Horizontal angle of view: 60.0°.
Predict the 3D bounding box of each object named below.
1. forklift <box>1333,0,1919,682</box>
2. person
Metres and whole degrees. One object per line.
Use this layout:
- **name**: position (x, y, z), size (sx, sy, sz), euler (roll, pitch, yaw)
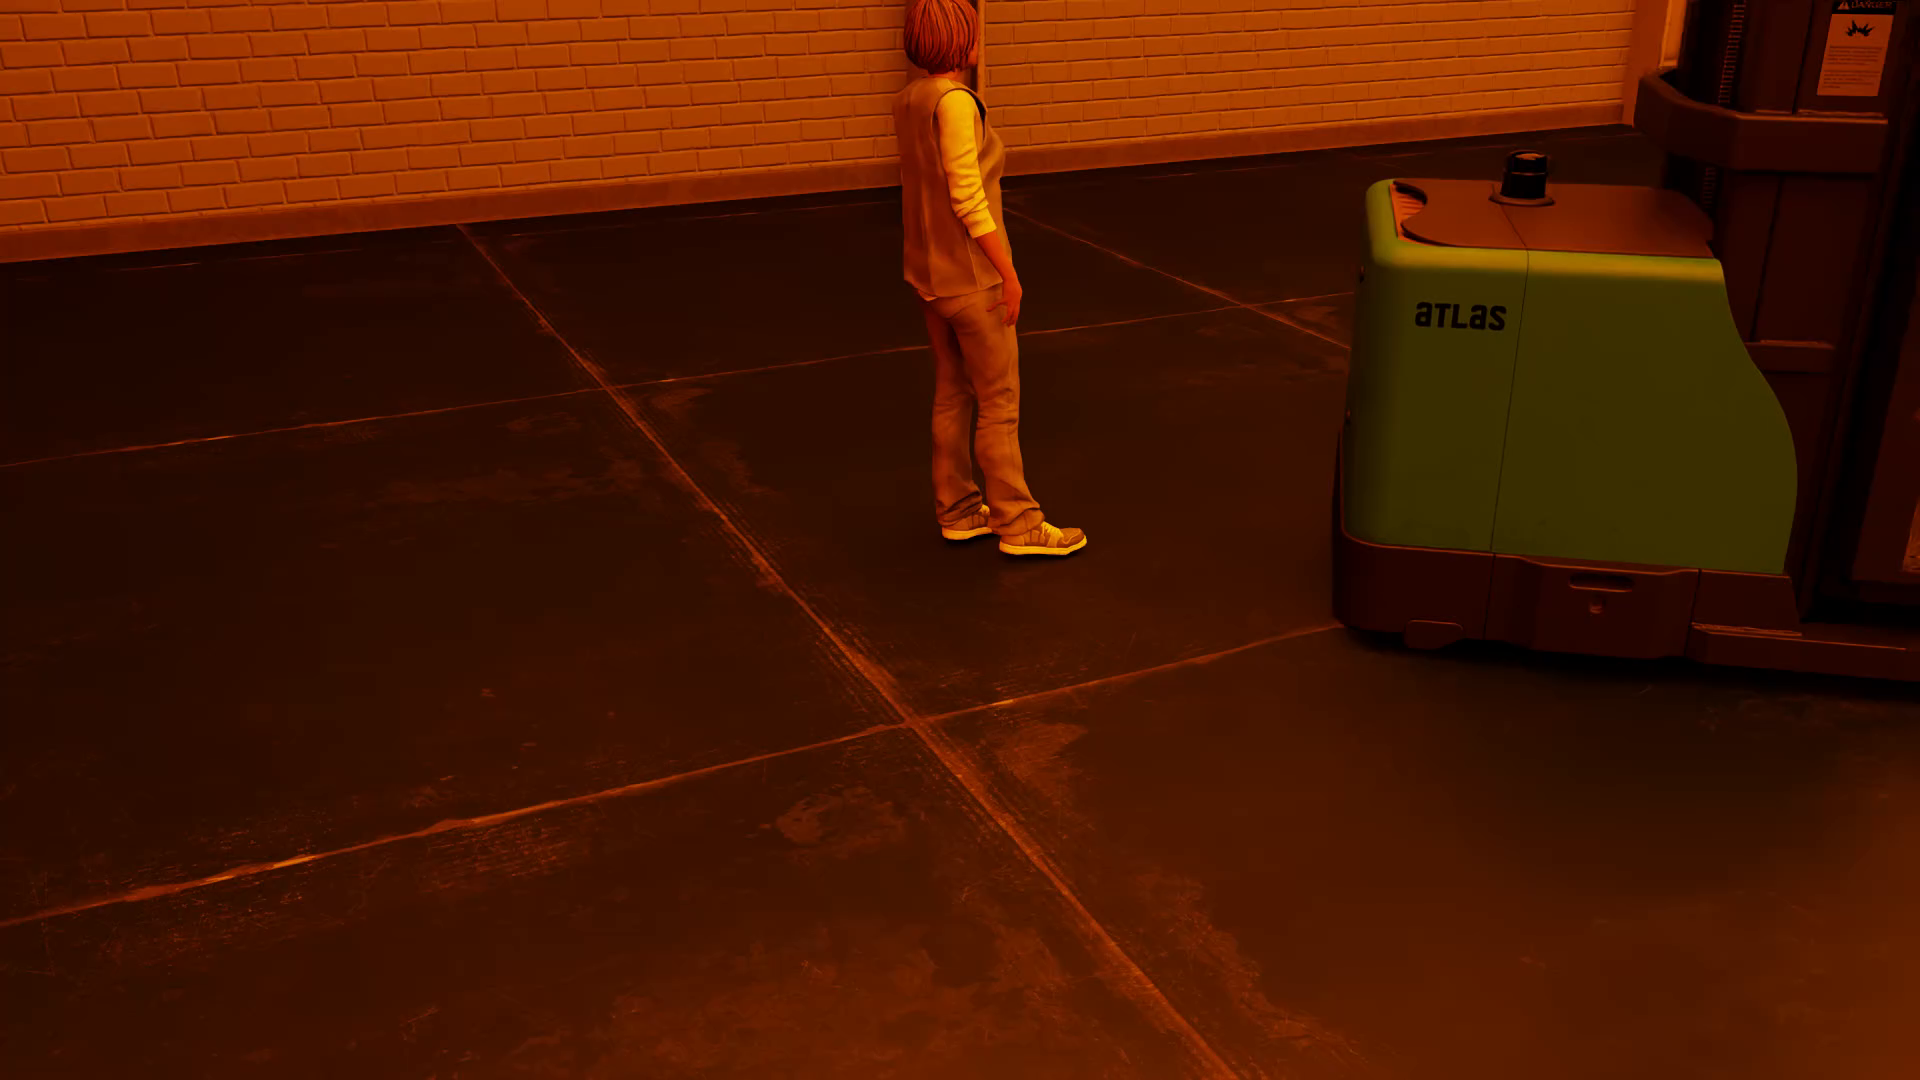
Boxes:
- **forklift**: position (2.569, -1.137, 4.023), size (3.031, 2.935, 1.130), euler (5, 23, 11)
- **person**: position (0.073, -0.751, 4.816), size (0.473, 1.599, 0.521), euler (-10, 25, -23)
